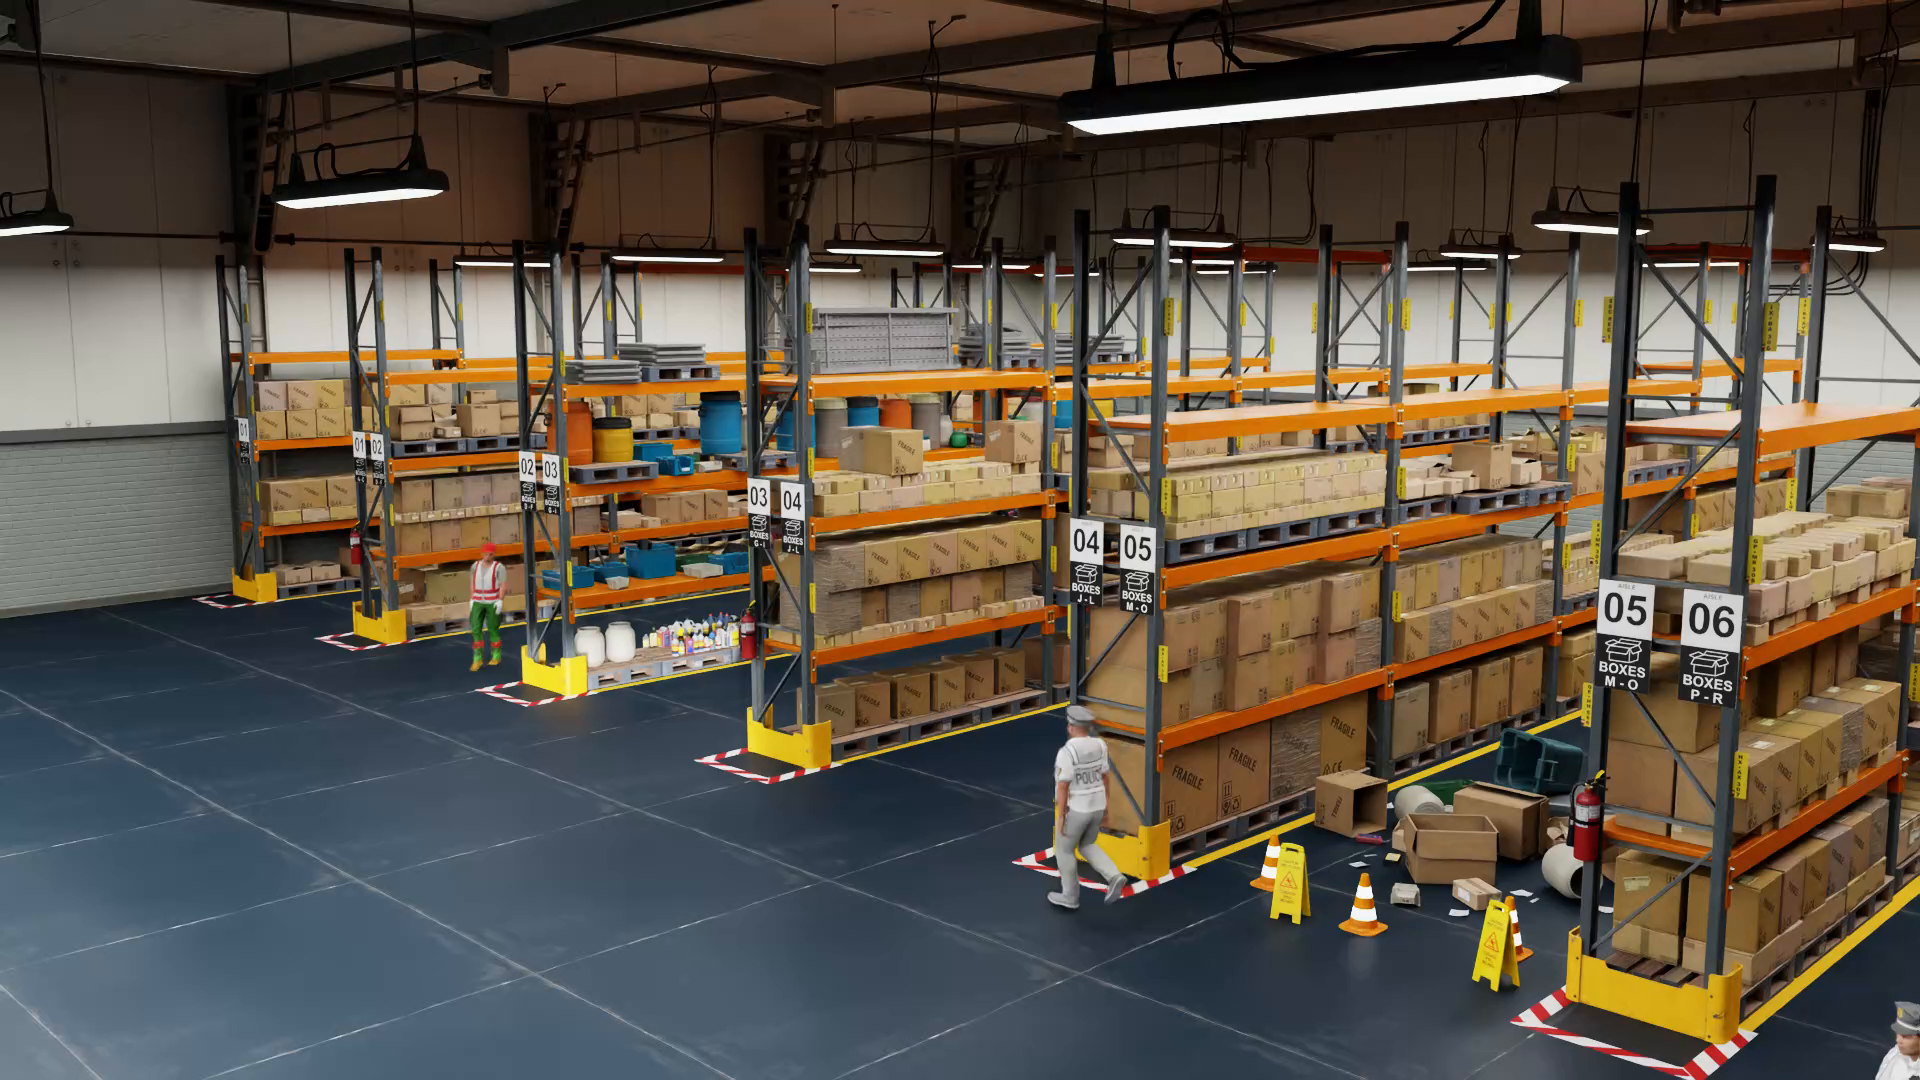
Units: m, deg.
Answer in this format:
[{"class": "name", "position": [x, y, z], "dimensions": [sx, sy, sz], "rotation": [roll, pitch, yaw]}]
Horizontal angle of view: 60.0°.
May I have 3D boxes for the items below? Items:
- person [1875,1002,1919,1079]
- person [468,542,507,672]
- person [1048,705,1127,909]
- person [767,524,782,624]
[{"class": "person", "position": [4.802, 3.155, 8.542], "dimensions": [1.045, 1.610, 0.518], "rotation": [0, 8, -3]}, {"class": "person", "position": [-6.761, 0.954, 23.686], "dimensions": [0.566, 1.837, 0.586], "rotation": [0, 8, 2]}, {"class": "person", "position": [1.059, 2.287, 14.147], "dimensions": [0.688, 1.746, 0.543], "rotation": [8, 11, 43]}, {"class": "person", "position": [-2.901, 0.580, 26.860], "dimensions": [0.679, 1.724, 0.750], "rotation": [6, 10, 36]}]
